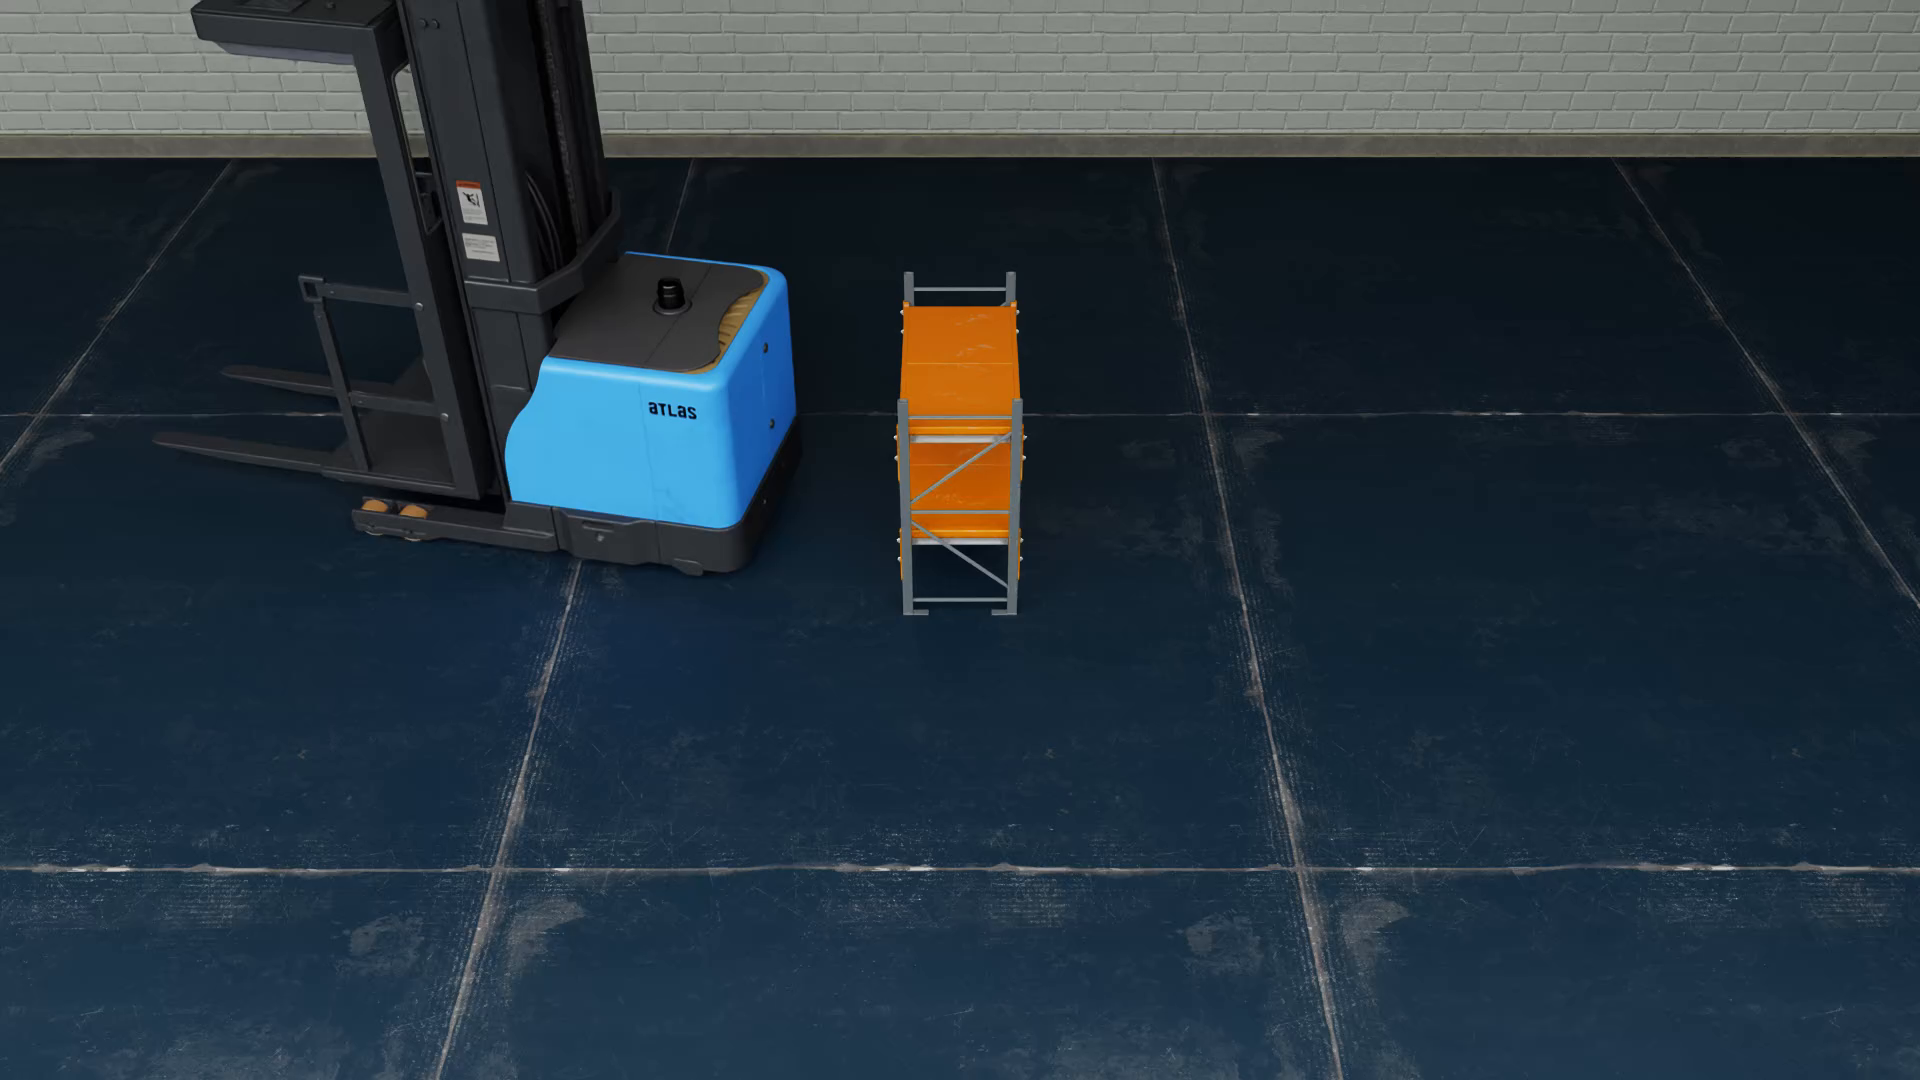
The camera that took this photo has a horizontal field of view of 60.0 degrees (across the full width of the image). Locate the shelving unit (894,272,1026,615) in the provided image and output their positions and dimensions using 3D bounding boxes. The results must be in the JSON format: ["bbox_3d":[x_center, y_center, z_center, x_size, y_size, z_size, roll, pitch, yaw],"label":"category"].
[{"bbox_3d":[0.000,-0.435,7.393,0.538,1.125,1.048,0,39,0],"label":"shelving unit"}]

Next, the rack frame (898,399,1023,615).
[{"bbox_3d":[0.001,-0.117,6.996,0.500,1.125,0.032,0,39,0],"label":"rack frame"}]

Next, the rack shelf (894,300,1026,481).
[{"bbox_3d":[0.000,-0.663,7.210,0.538,0.278,1.000,0,39,0],"label":"rack shelf"}]

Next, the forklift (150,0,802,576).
[{"bbox_3d":[-2.346,-1.452,7.218,3.031,2.935,1.130,8,39,10],"label":"forklift"}]

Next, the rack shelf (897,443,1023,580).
[{"bbox_3d":[0.000,-0.244,7.546,0.538,0.278,1.000,0,39,0],"label":"rack shelf"}]

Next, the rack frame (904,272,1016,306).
[{"bbox_3d":[-0.001,-0.753,7.790,0.500,1.125,0.032,0,39,0],"label":"rack frame"}]
